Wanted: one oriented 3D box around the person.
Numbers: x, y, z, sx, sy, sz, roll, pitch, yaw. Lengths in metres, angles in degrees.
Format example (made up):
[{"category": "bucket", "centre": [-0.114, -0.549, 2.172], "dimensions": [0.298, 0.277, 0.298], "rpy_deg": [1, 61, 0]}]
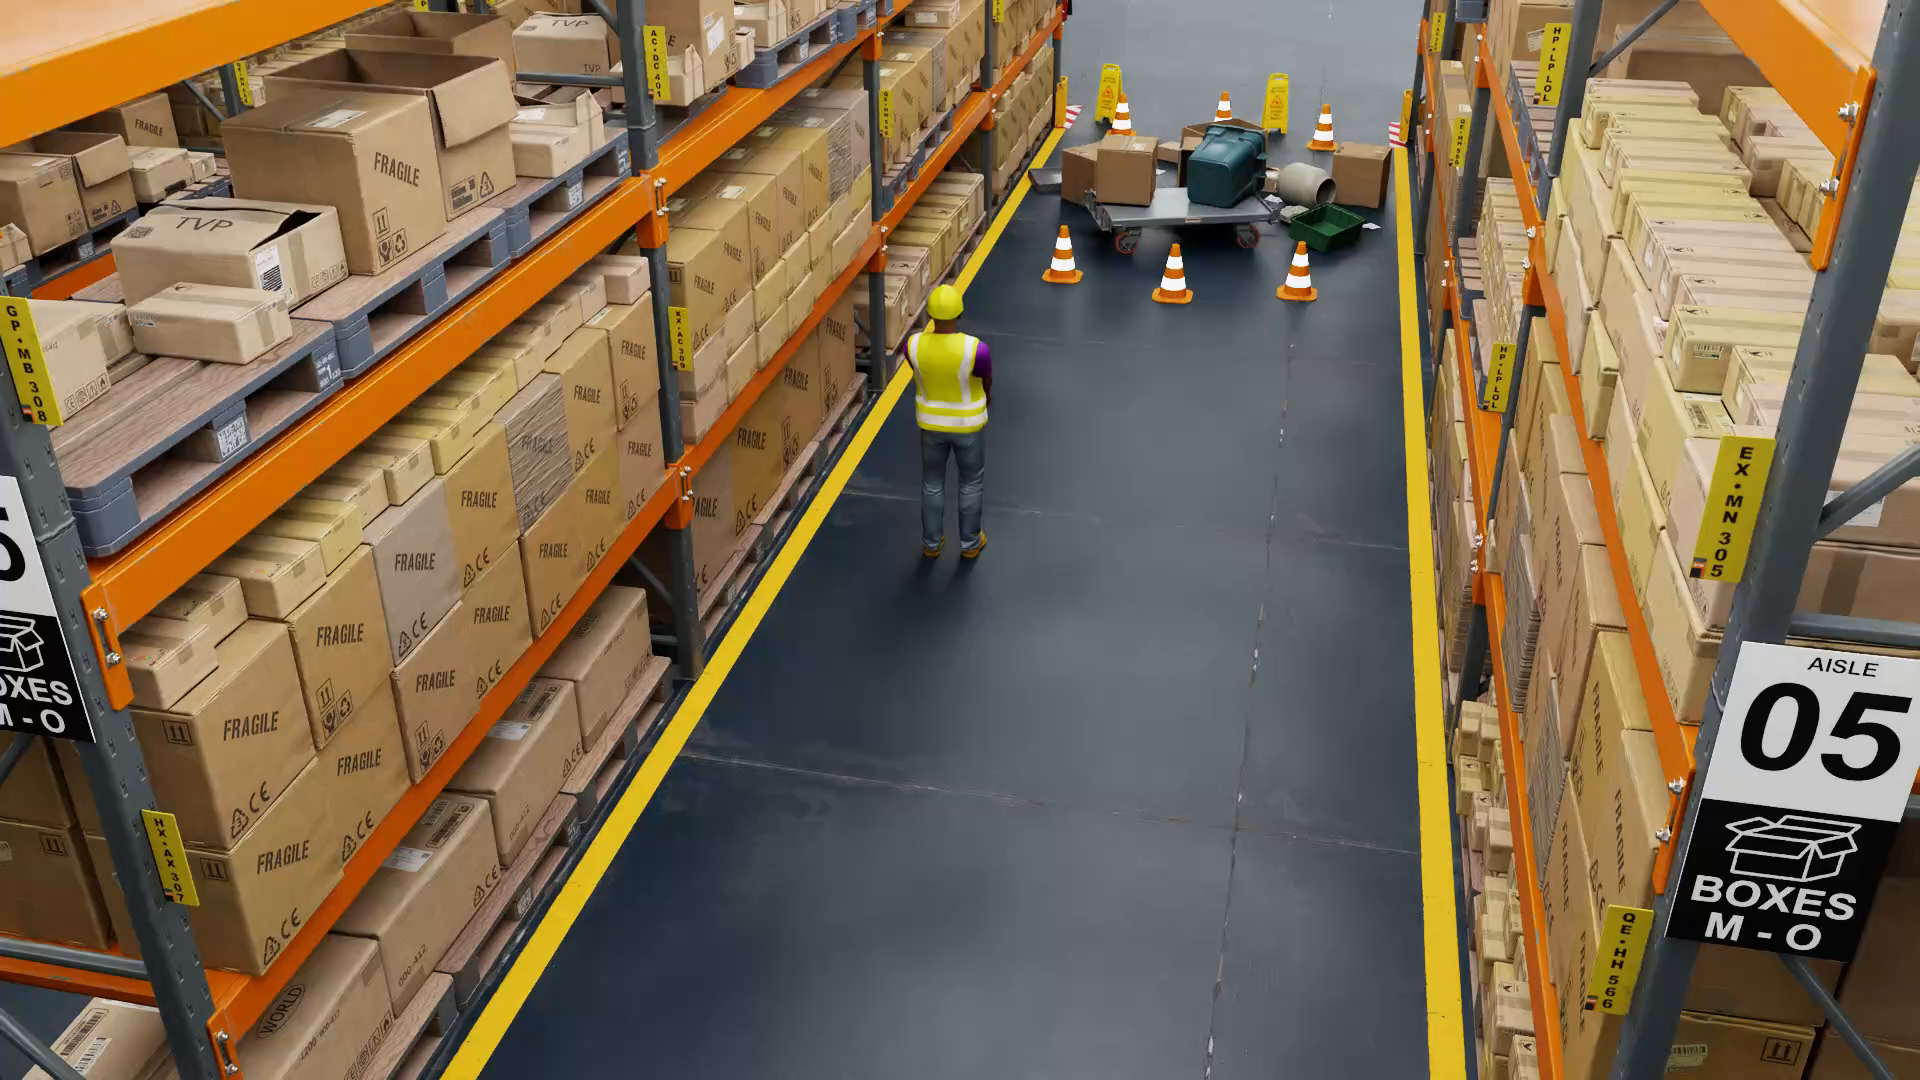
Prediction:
[{"category": "person", "centre": [-0.043, -0.735, 9.949], "dimensions": [0.503, 1.760, 0.577], "rpy_deg": [6, 29, 11]}]
